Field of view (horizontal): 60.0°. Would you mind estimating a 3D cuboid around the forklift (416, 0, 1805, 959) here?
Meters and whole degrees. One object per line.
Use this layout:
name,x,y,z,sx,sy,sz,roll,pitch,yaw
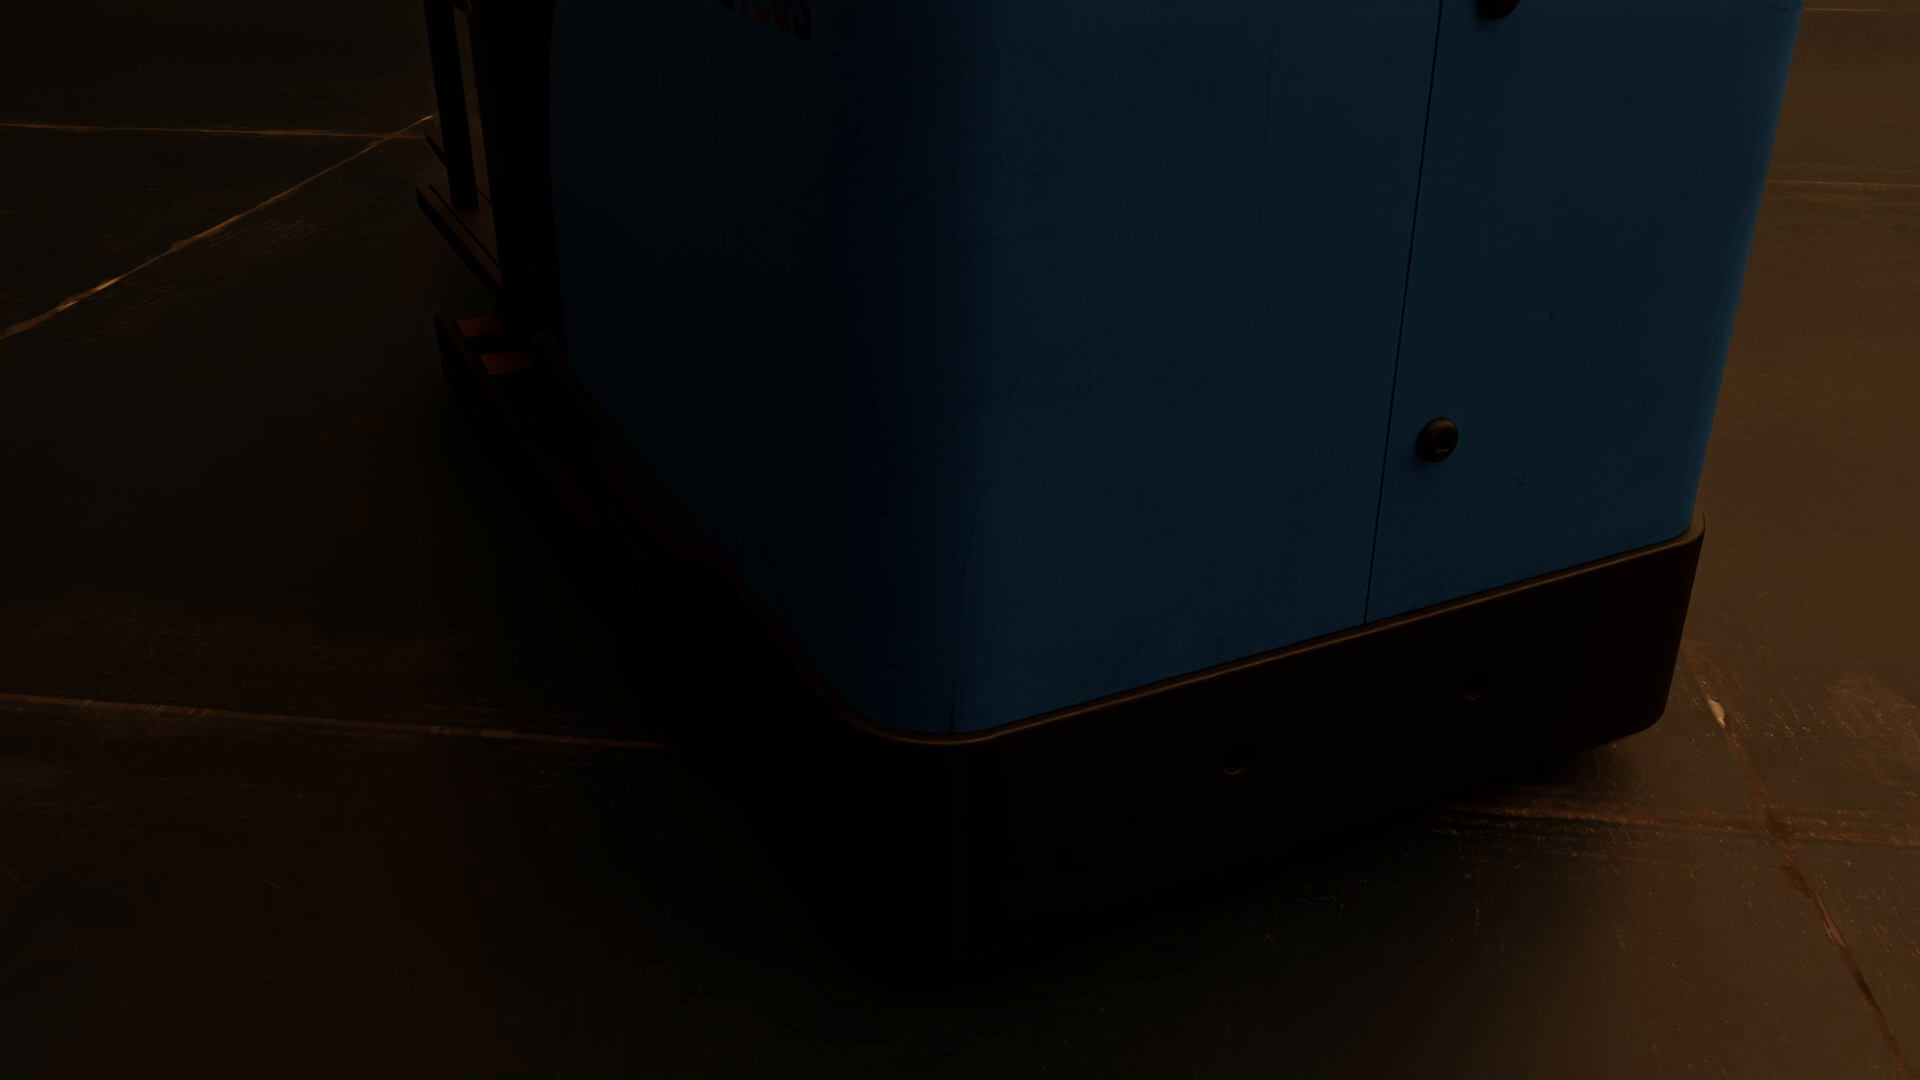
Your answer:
forklift,-0.278,-1.548,2.319,1.130,2.935,3.031,-13,29,-24
